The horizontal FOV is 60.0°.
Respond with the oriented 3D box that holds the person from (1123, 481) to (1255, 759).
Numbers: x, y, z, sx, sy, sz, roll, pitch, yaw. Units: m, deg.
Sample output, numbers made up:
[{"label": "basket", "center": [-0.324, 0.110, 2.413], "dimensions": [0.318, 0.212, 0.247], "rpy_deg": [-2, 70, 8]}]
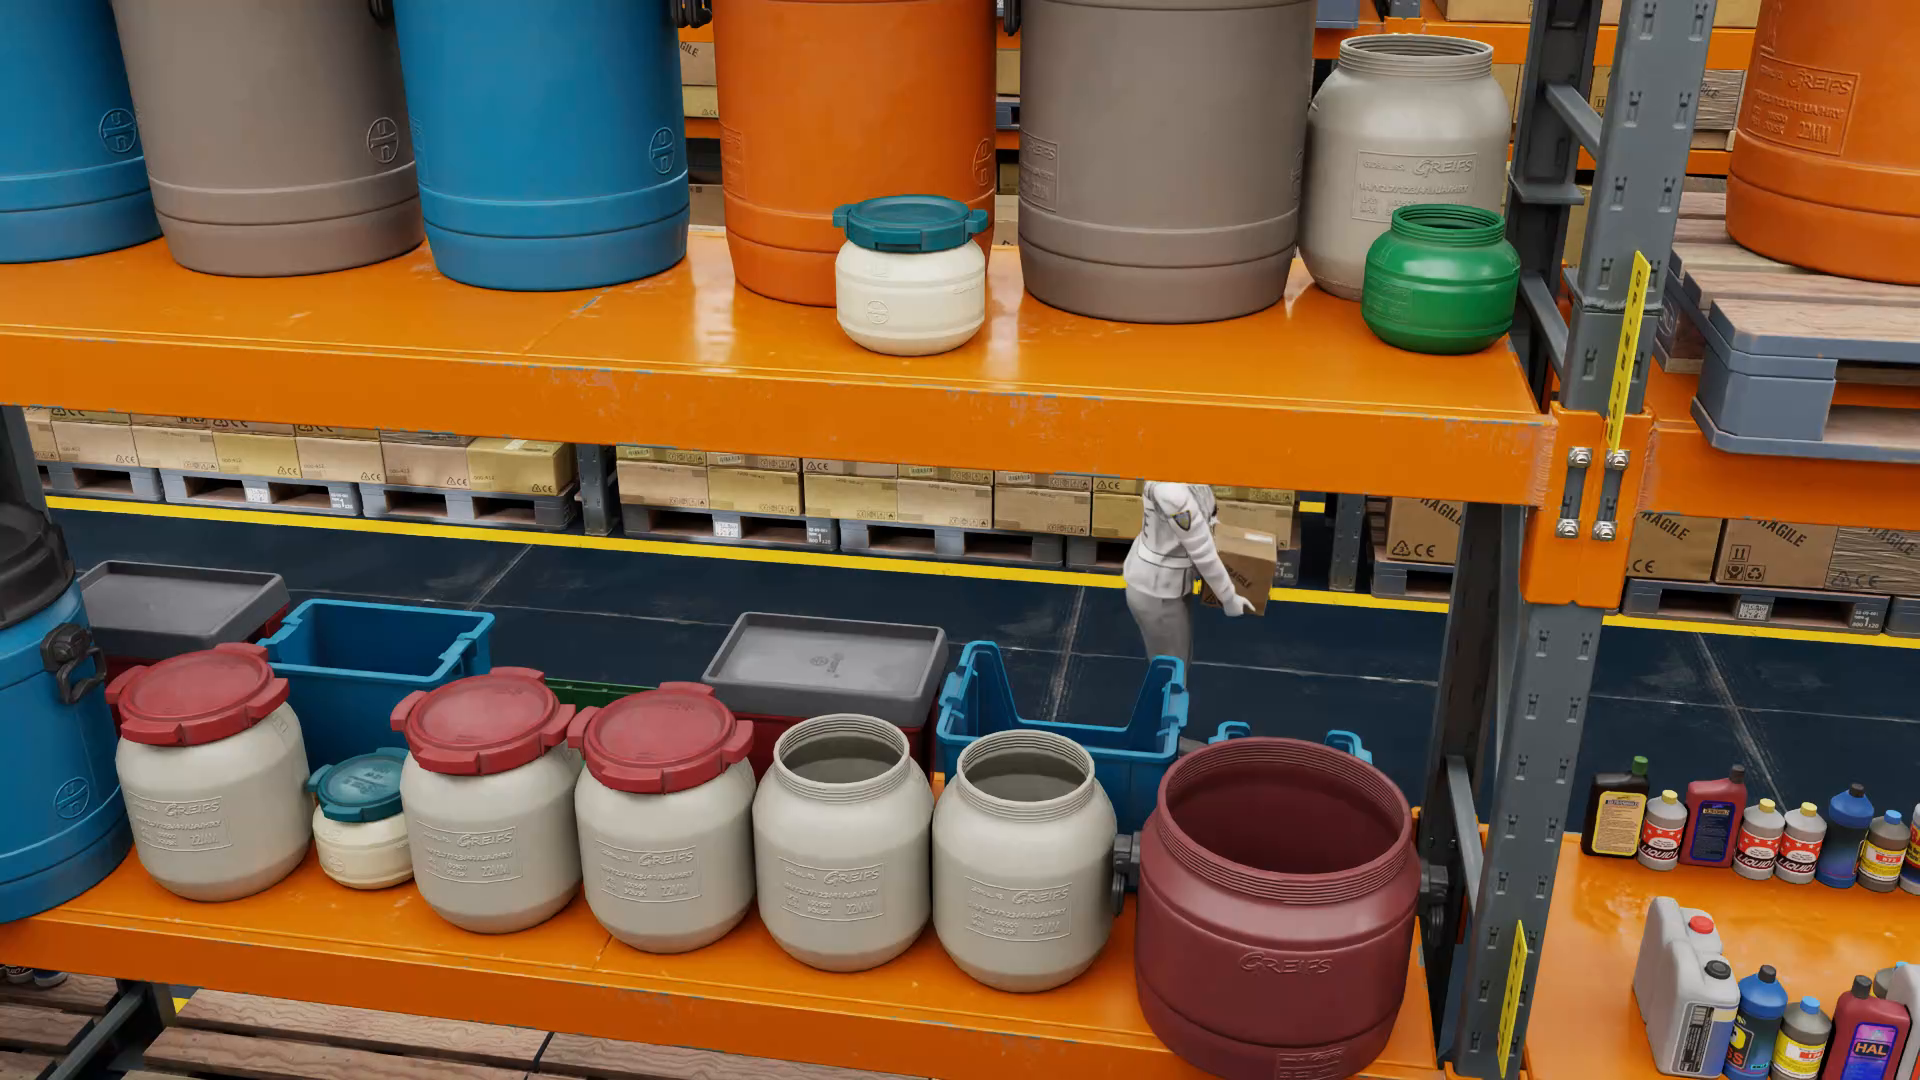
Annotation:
[{"label": "person", "center": [0.902, 0.194, 6.681], "dimensions": [0.498, 1.682, 0.417], "rpy_deg": [4, 25, 8]}]
